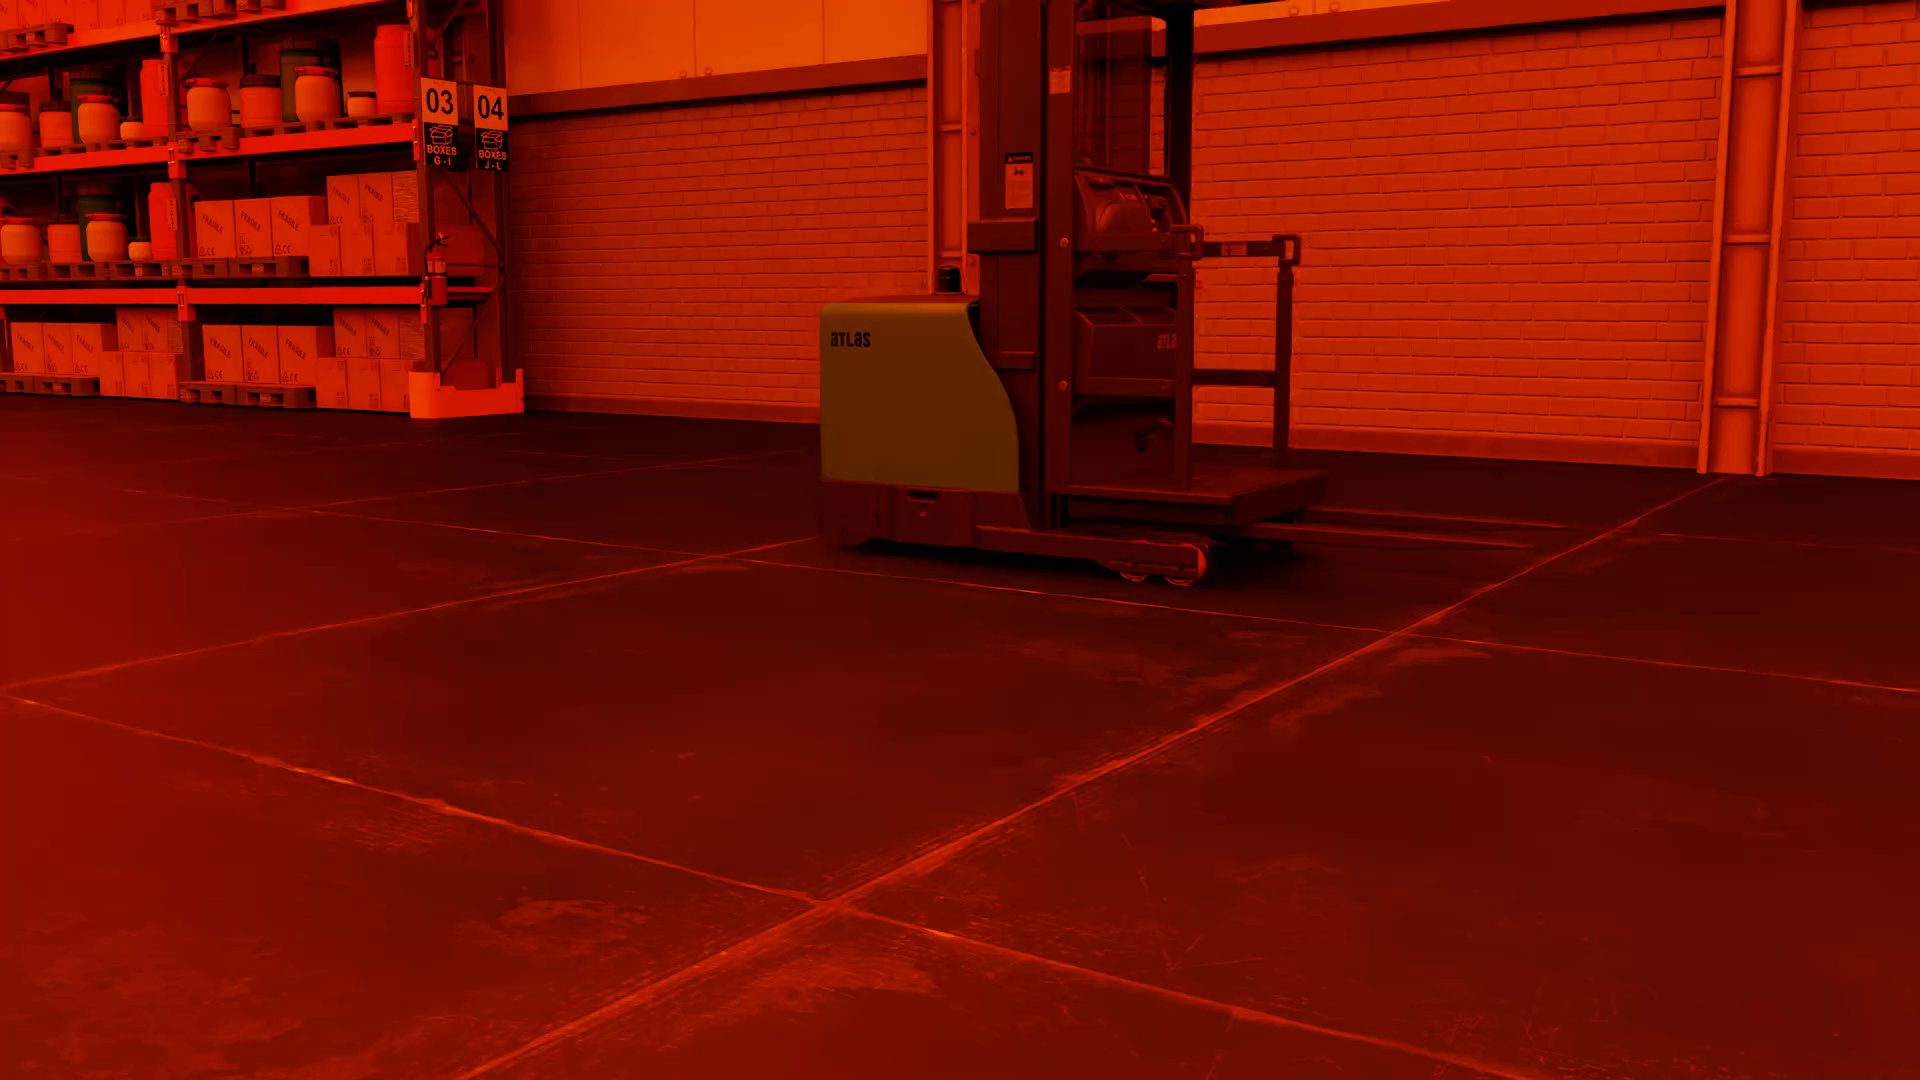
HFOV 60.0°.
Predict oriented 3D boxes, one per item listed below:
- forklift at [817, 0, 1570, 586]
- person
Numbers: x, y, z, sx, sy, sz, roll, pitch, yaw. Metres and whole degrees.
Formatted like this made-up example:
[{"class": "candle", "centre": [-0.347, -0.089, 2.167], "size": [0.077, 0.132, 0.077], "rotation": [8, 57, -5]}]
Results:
[{"class": "forklift", "centre": [0.891, -1.359, 6.749], "size": [3.031, 2.935, 1.130], "rotation": [5, 10, 32]}, {"class": "person", "centre": [0.778, -0.778, 8.192], "size": [1.415, 1.442, 0.741], "rotation": [-5, 9, -30]}]
